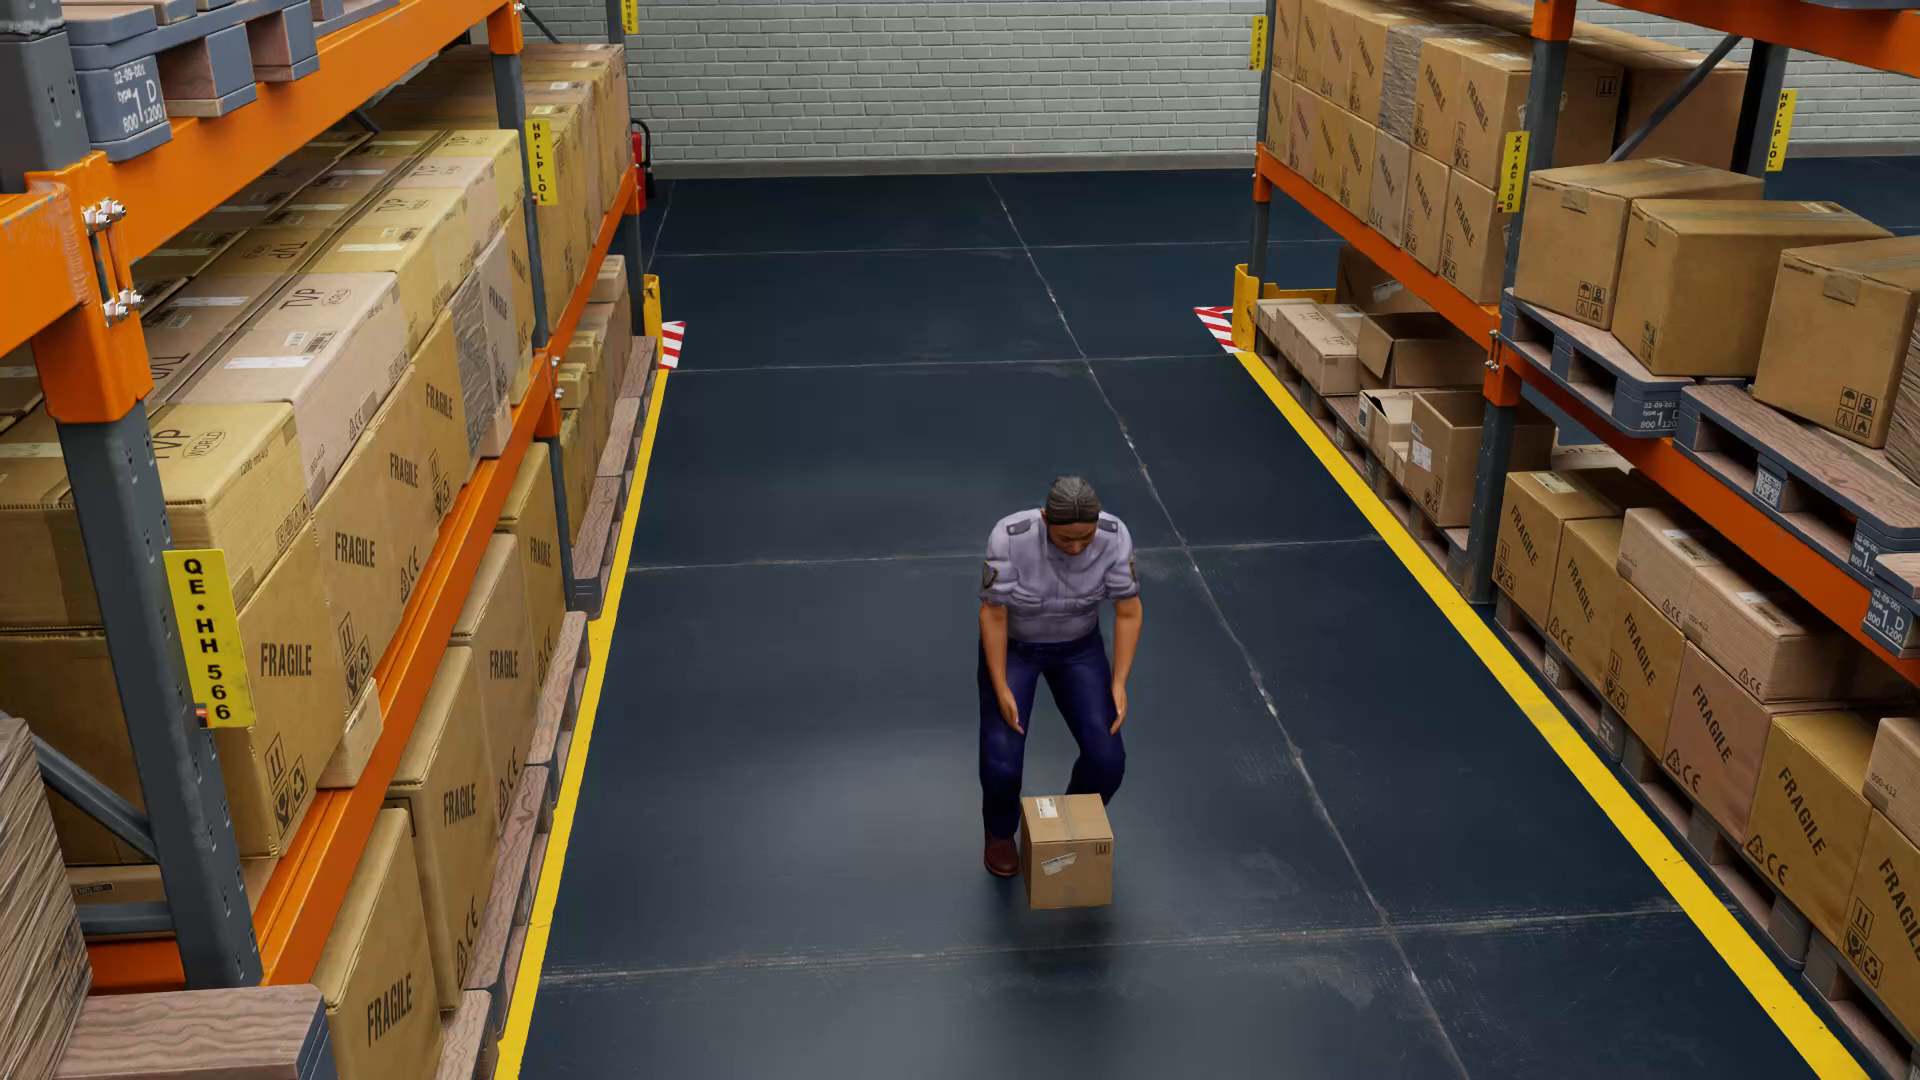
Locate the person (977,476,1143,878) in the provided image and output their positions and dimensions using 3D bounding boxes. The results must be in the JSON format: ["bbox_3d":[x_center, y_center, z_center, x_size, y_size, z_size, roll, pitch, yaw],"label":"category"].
[{"bbox_3d":[0.315,0.414,5.422,0.528,1.468,0.573,-2,24,-5],"label":"person"}]
